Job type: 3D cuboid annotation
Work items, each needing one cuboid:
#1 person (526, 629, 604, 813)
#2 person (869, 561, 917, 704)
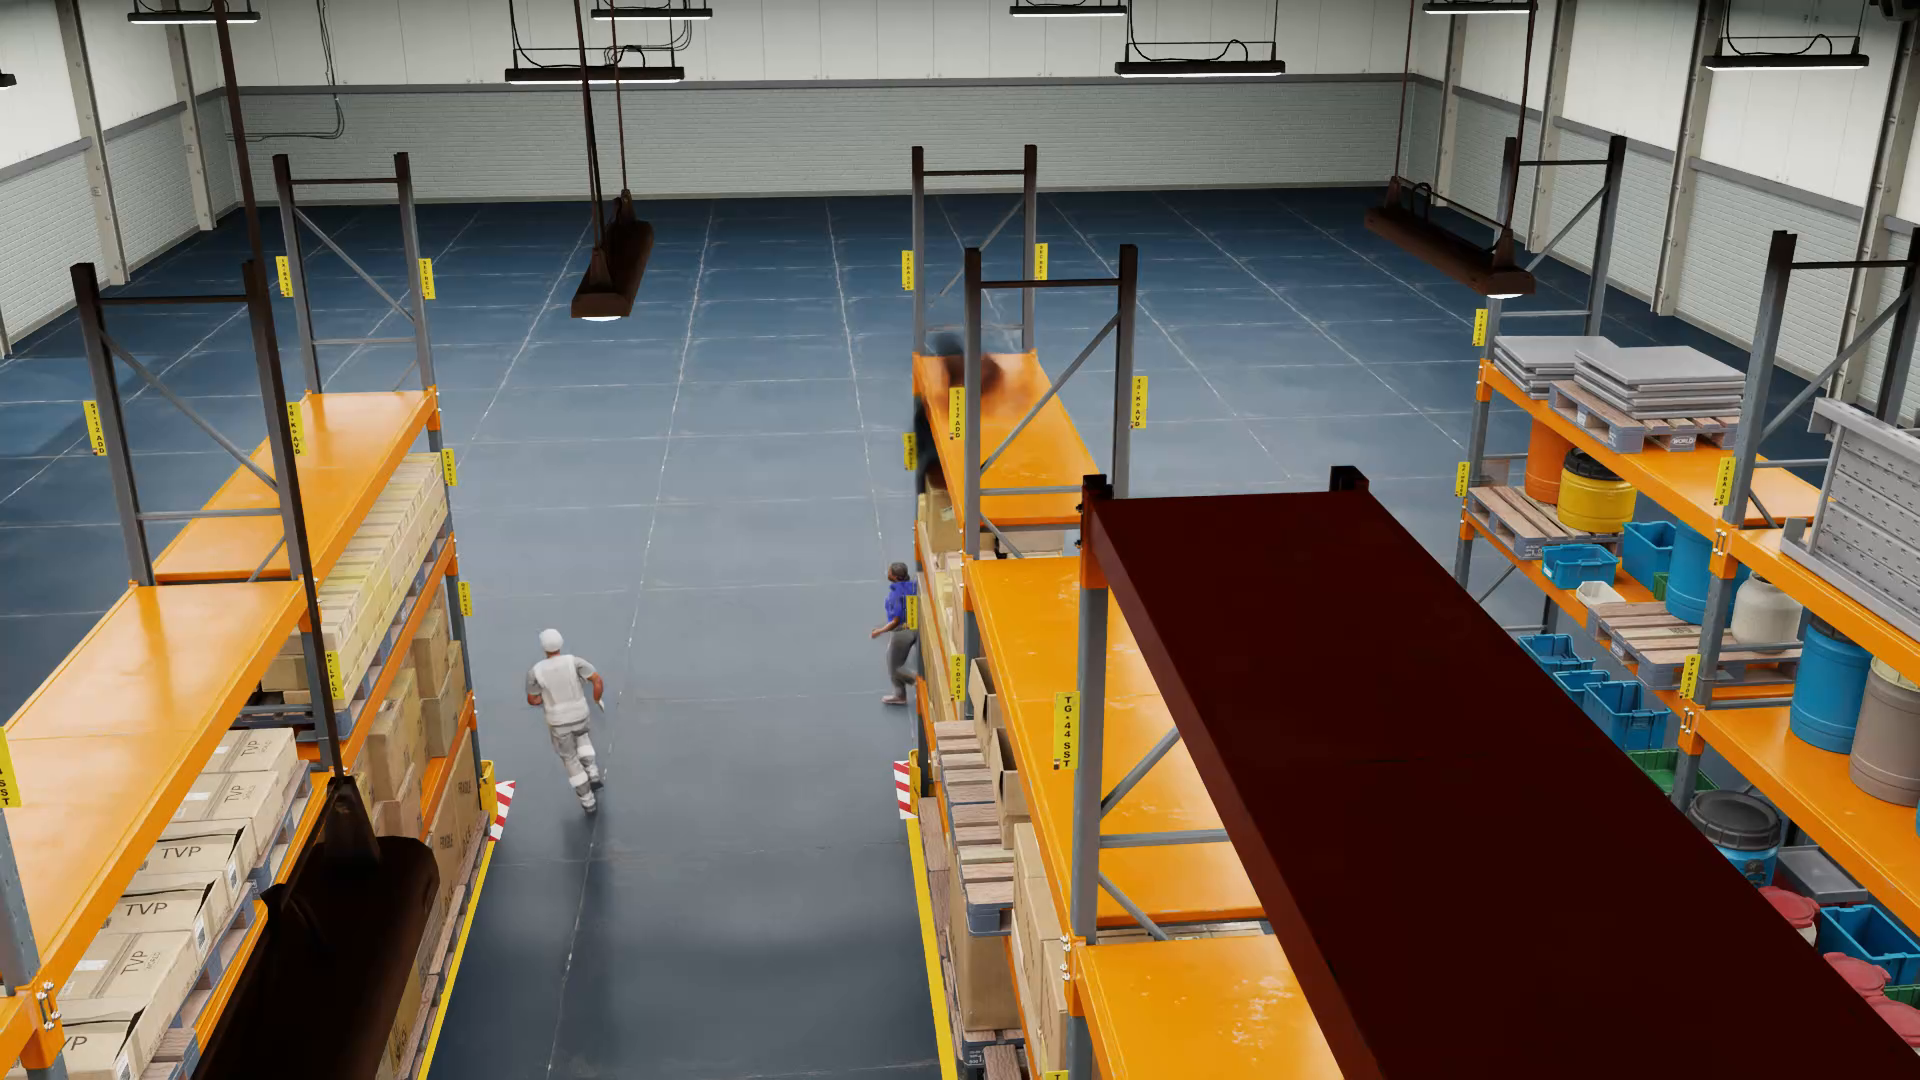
[{"bbox_3d":[-3.590,1.612,15.180,0.674,1.733,0.696,-9,23,-23],"label":"person"},{"bbox_3d":[-0.524,0.986,16.998,0.676,1.613,0.557,11,24,25],"label":"person"}]
